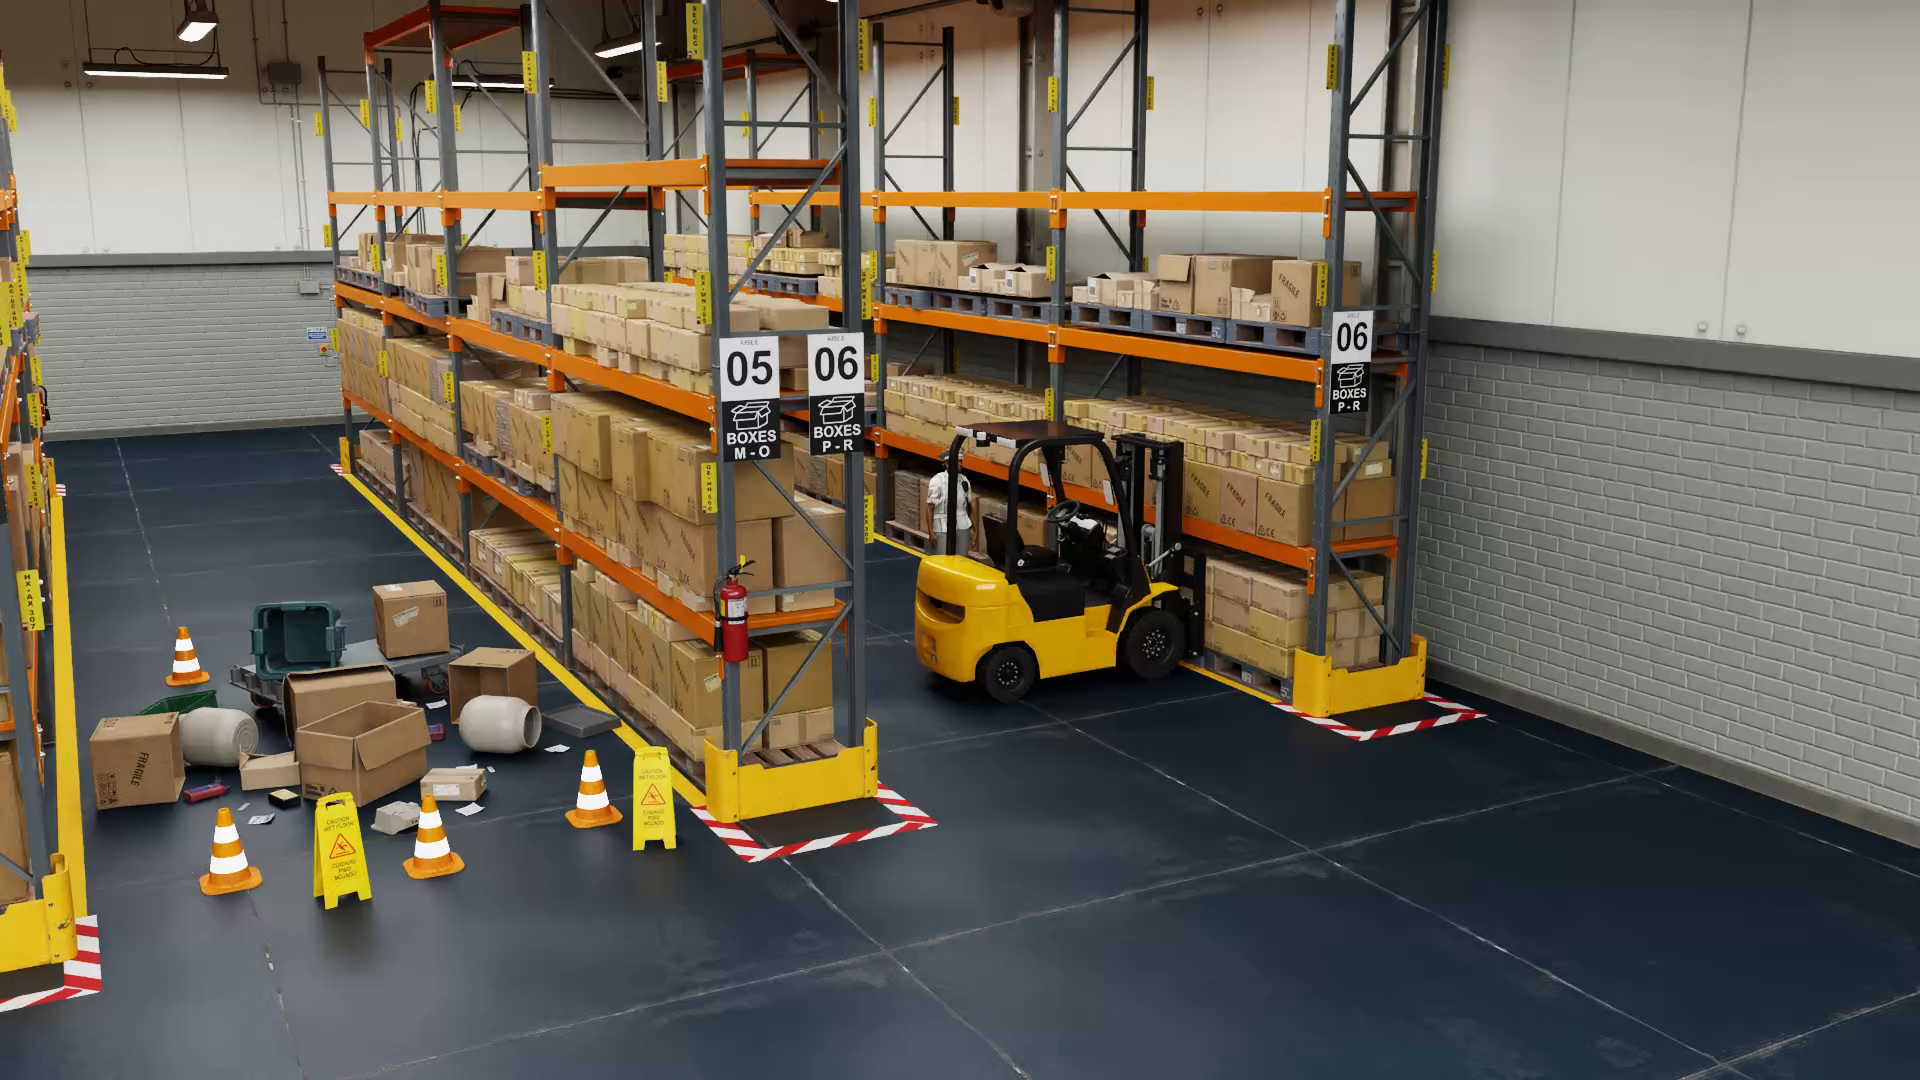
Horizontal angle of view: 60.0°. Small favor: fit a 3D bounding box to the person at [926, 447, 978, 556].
[{"bbox_3d":[-0.061,-0.052,16.081,0.570,1.695,0.528,-6,13,-28],"label":"person"}]
